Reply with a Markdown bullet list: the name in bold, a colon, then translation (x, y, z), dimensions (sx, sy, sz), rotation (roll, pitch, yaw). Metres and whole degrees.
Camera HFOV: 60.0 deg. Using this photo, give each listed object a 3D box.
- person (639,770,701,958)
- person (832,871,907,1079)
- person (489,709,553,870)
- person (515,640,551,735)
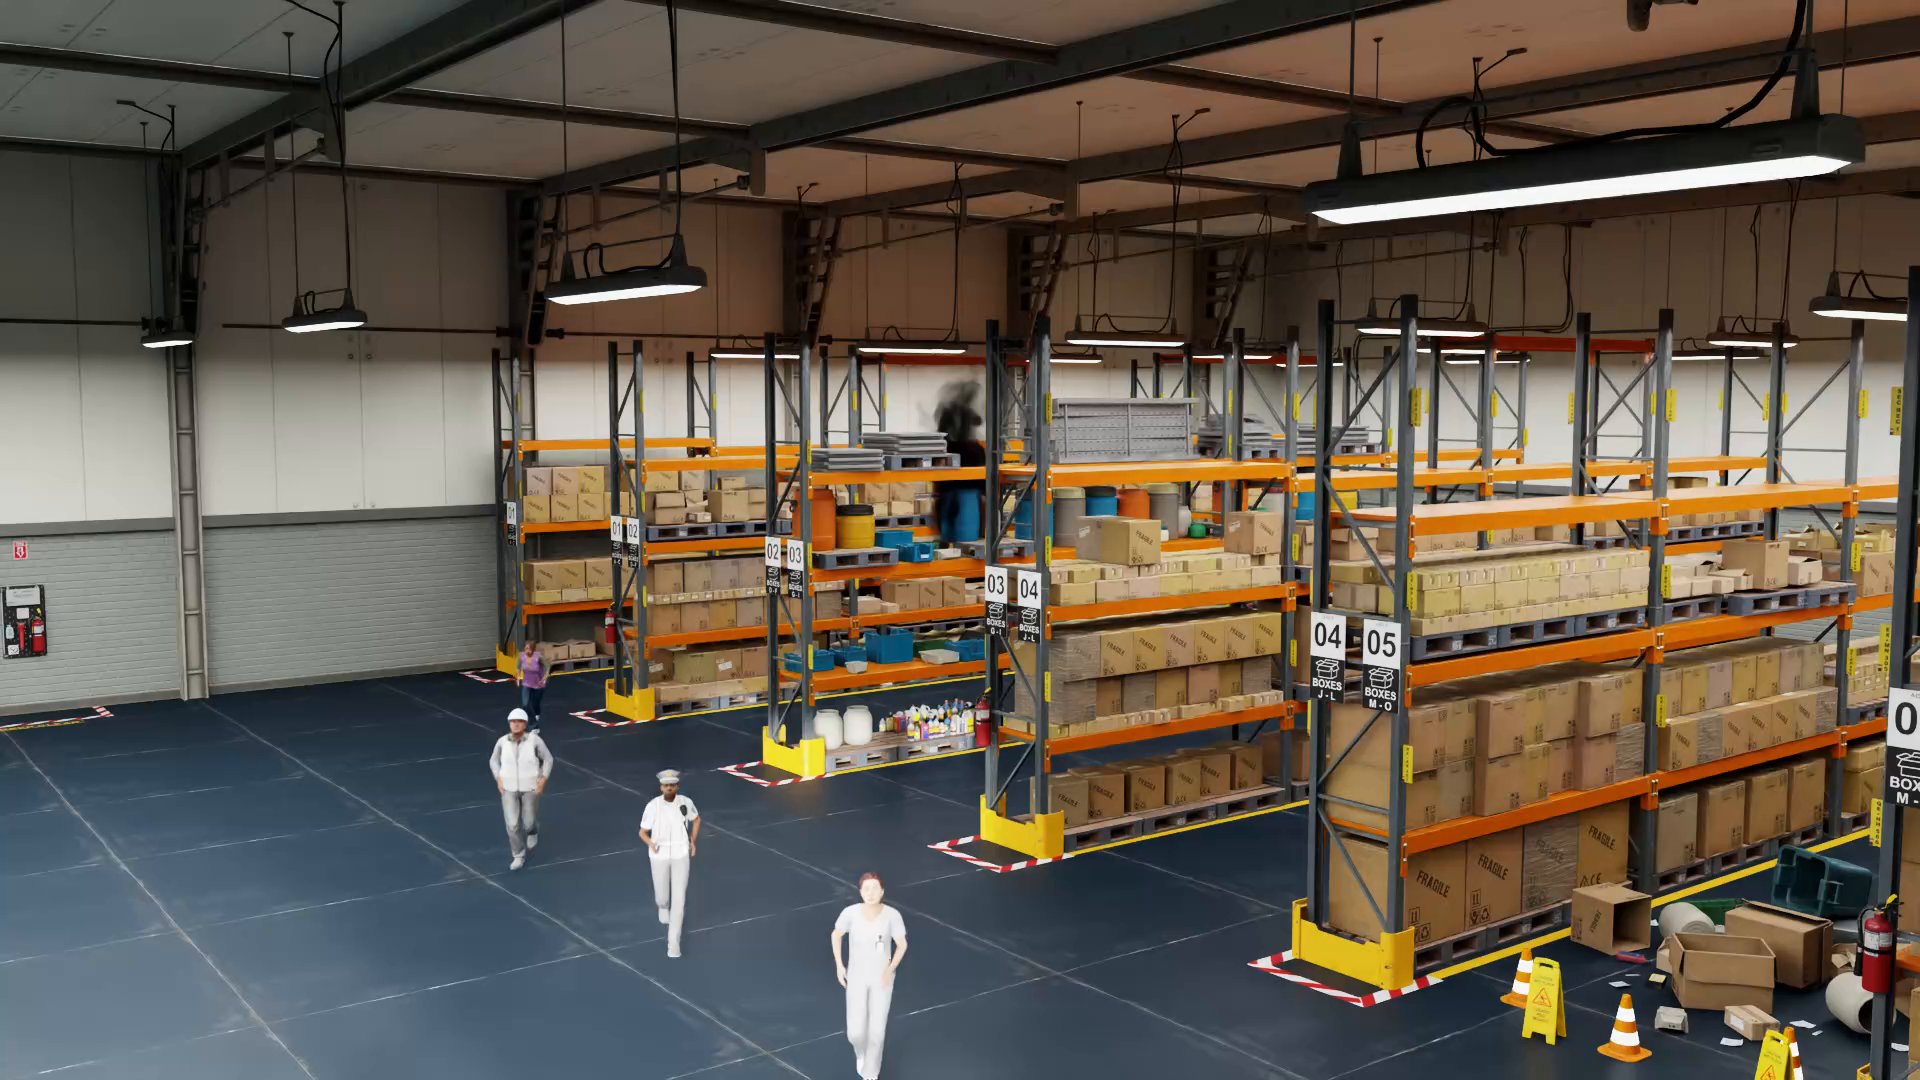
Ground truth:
- **person**: translation (-2.706, 2.964, 15.561), dimensions (0.579, 1.692, 0.851), rotation (-1, 5, -12)
- **person**: translation (-0.675, 3.268, 12.352), dimensions (0.569, 1.633, 0.512), rotation (0, 5, 1)
- **person**: translation (-4.827, 2.700, 18.305), dimensions (0.687, 1.733, 0.641), rotation (-1, 5, -9)
- **person**: translation (-6.457, 2.225, 25.276), dimensions (0.541, 1.519, 0.859), rotation (0, 5, 0)
